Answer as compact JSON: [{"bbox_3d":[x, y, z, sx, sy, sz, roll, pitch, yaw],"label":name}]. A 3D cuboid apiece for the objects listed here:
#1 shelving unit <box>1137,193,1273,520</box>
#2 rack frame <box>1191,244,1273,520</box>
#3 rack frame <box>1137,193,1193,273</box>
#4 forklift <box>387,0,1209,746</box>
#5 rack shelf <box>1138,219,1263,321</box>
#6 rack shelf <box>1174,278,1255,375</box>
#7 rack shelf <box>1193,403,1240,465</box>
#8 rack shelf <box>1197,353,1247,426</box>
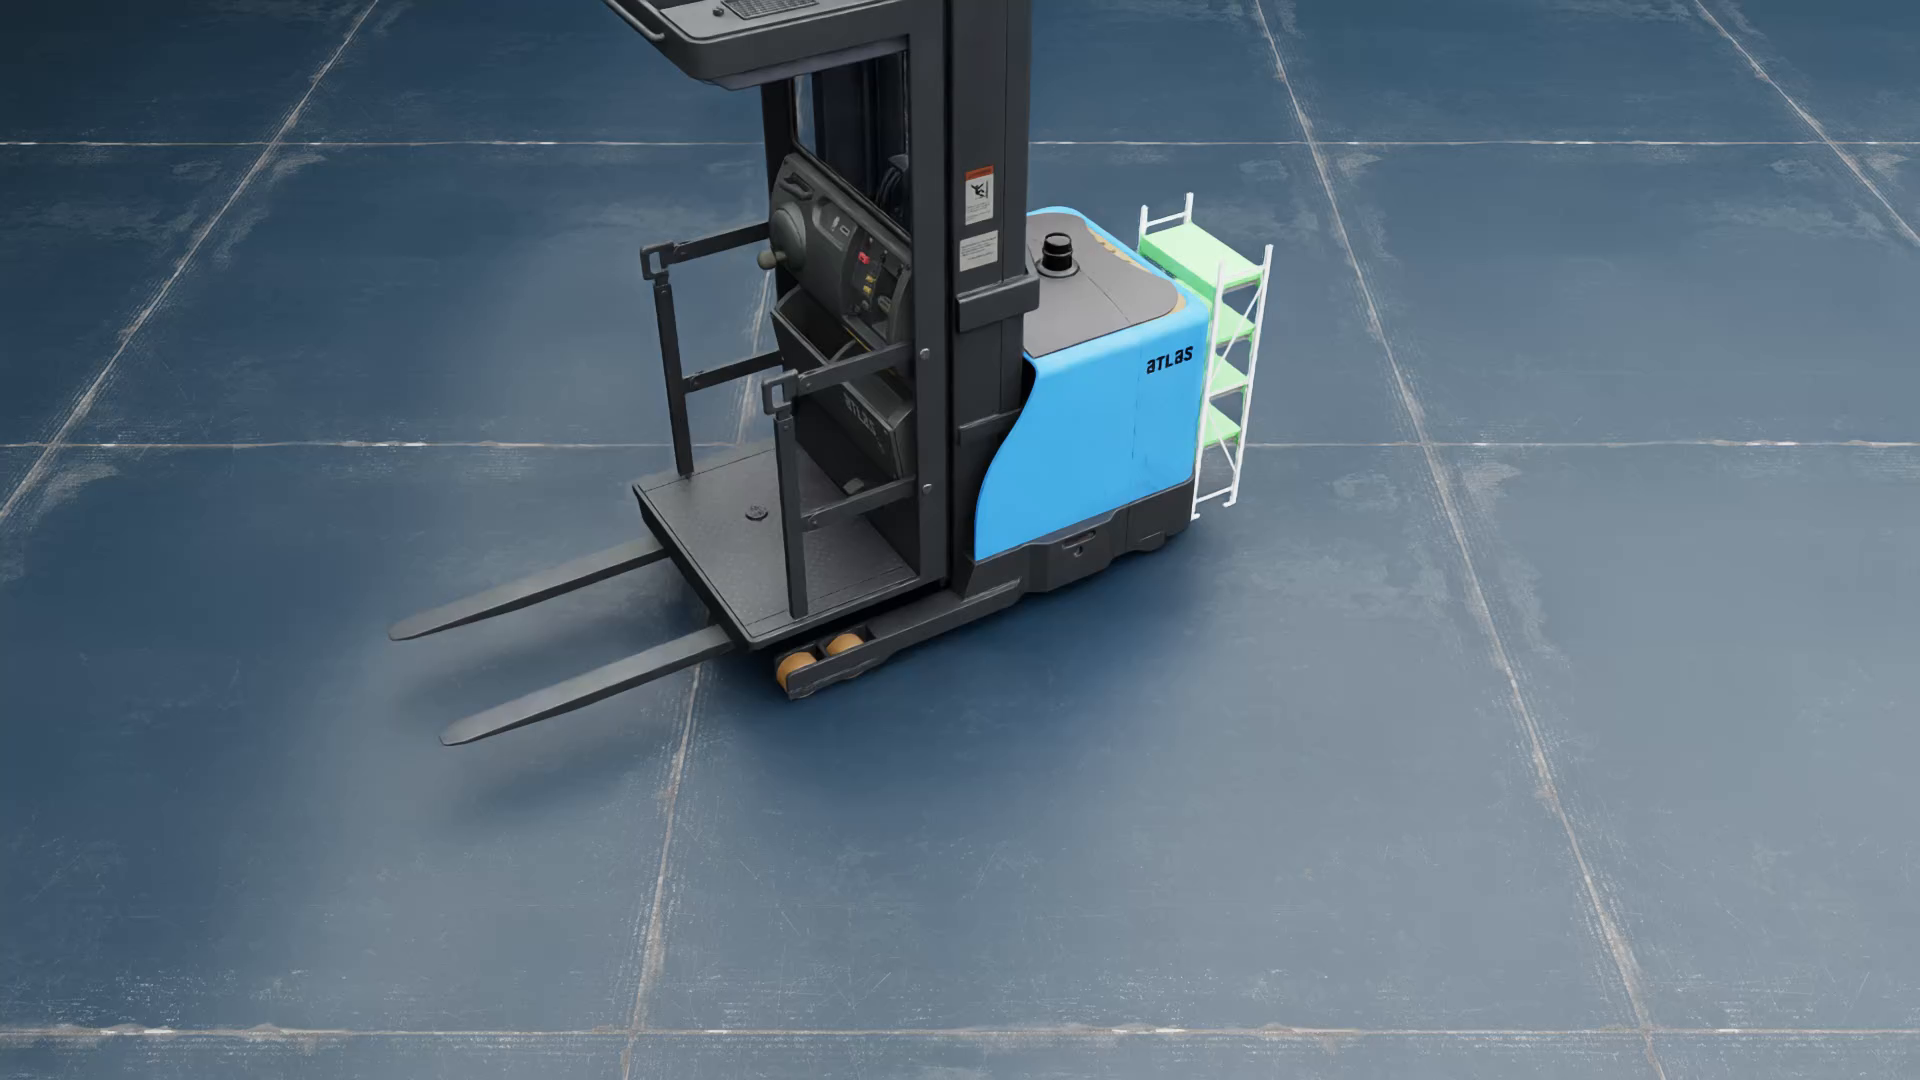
[{"bbox_3d":[0.926,-0.723,6.689,0.258,1.200,0.503,-20,43,-24],"label":"shelving unit"},{"bbox_3d":[1.052,-0.592,6.526,0.240,1.200,0.015,-20,43,-24],"label":"rack frame"},{"bbox_3d":[0.801,-0.854,6.853,0.240,1.200,0.015,-20,43,-24],"label":"rack frame"},{"bbox_3d":[-0.593,-0.950,5.592,3.031,2.935,1.130,-21,43,-24],"label":"forklift"},{"bbox_3d":[0.932,-1.050,6.432,0.258,0.148,0.480,-20,43,-24],"label":"rack shelf"},{"bbox_3d":[0.929,-0.861,6.580,0.258,0.148,0.480,-20,43,-24],"label":"rack shelf"},{"bbox_3d":[0.922,-0.484,6.877,0.258,0.148,0.480,-20,43,-24],"label":"rack shelf"},{"bbox_3d":[0.926,-0.673,6.729,0.258,0.148,0.480,-20,43,-24],"label":"rack shelf"}]
